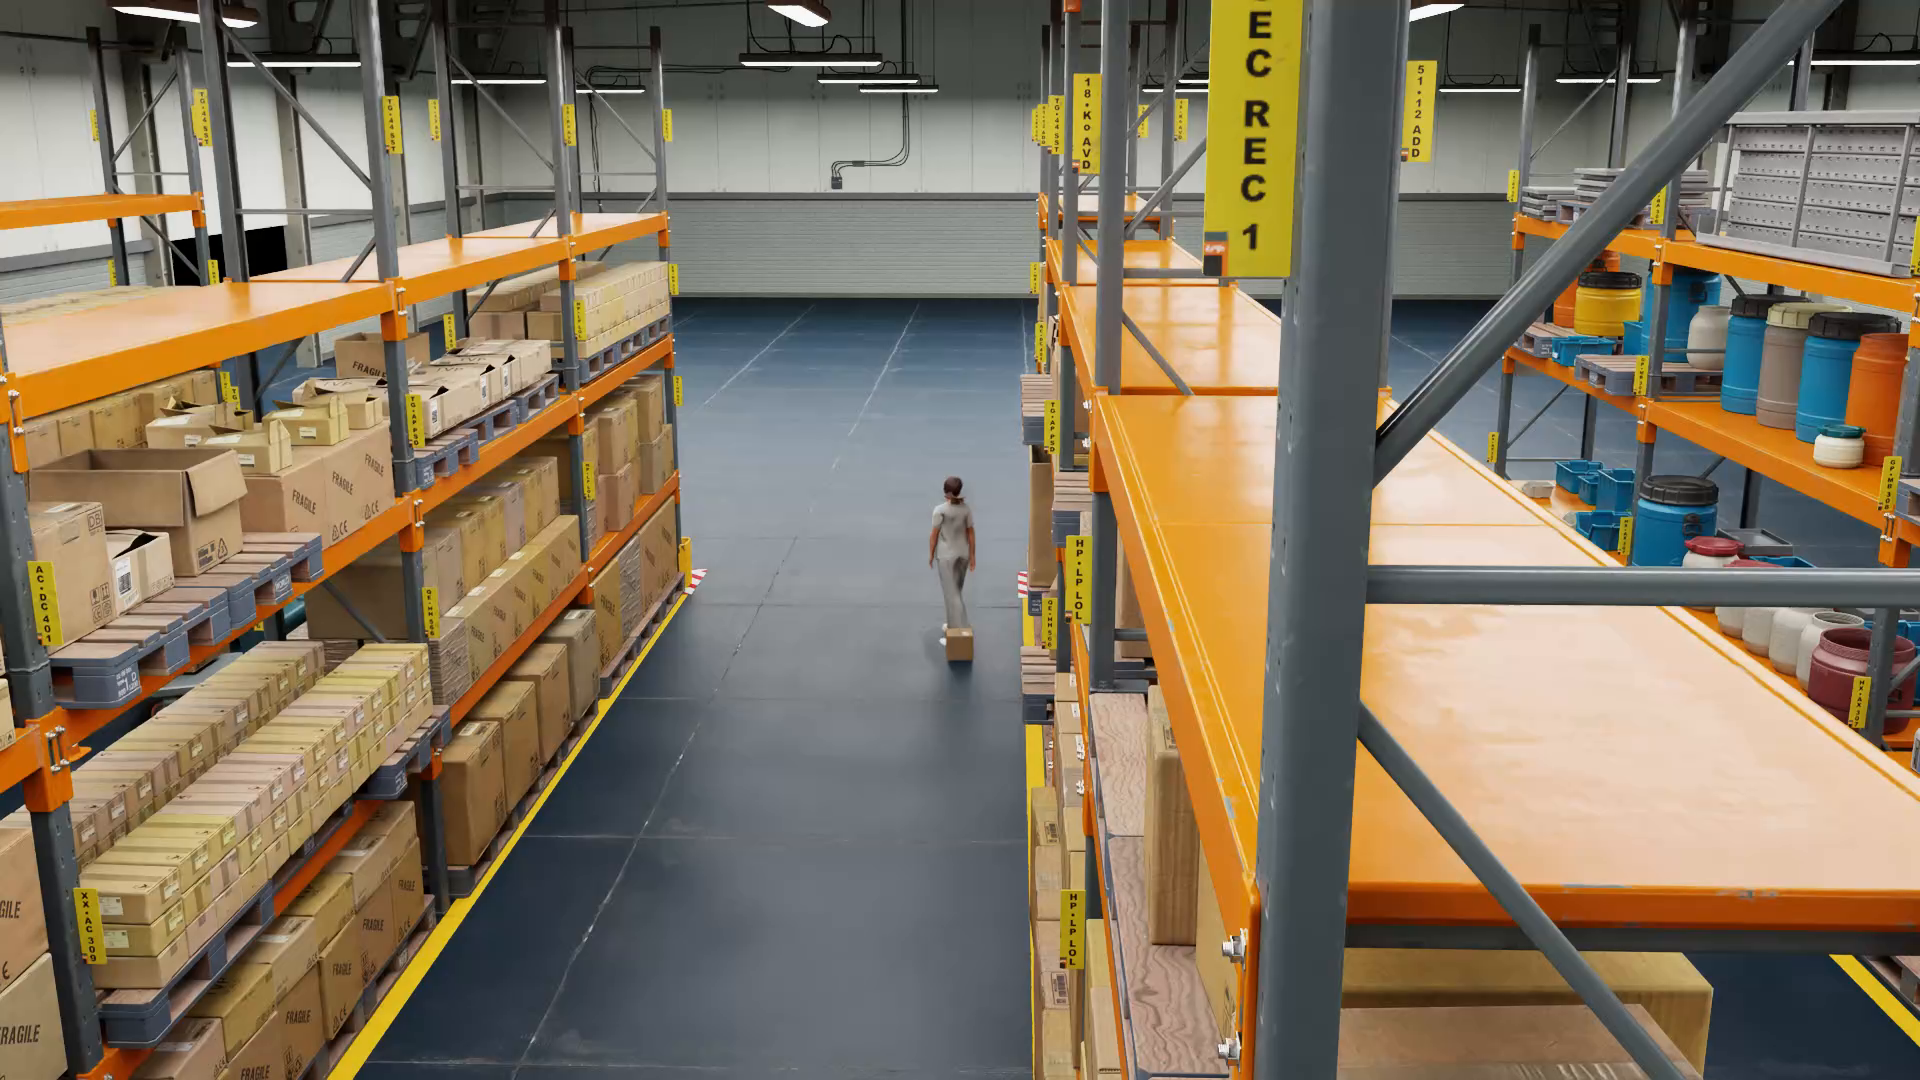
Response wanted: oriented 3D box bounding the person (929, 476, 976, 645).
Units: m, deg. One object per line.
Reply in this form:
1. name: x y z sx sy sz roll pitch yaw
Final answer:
1. person: -0.063 0.195 16.457 0.491 1.667 0.646 -9 17 -33
